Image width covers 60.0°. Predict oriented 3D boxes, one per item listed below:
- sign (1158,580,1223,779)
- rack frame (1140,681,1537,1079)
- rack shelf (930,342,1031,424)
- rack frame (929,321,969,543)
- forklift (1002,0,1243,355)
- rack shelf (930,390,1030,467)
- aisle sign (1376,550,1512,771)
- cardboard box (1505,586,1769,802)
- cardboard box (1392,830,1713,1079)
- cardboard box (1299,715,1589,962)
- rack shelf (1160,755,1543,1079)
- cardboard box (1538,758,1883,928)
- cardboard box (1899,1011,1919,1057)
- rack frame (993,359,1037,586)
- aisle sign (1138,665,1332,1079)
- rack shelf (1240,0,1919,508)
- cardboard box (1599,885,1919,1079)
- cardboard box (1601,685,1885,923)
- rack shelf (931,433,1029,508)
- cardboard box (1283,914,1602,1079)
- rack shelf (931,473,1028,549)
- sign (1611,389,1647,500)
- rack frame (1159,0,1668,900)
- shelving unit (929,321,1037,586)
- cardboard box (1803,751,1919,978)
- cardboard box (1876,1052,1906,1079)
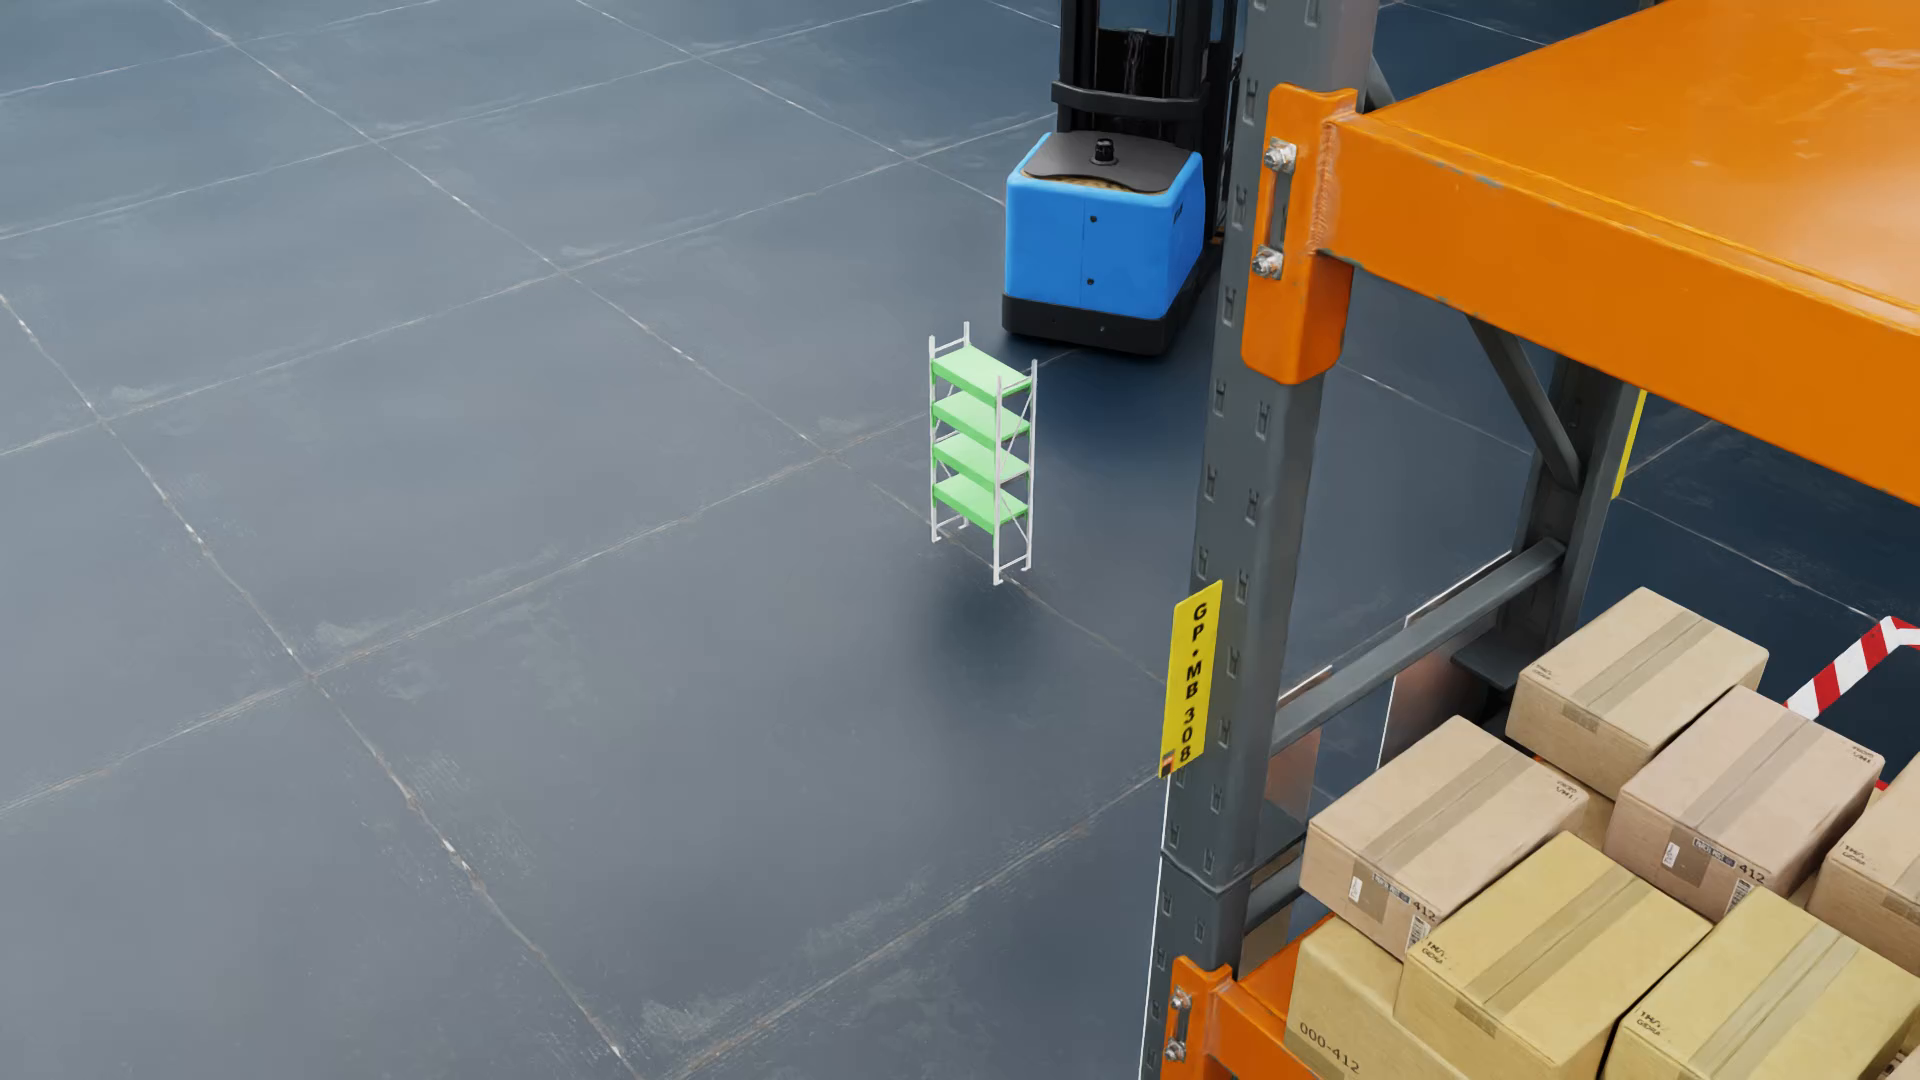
[{"bbox_3d":[0.336,0.206,2.414,0.100,0.325,0.005,-26,43,-32],"label":"sign"},{"bbox_3d":[0.750,1.584,3.819,1.000,3.000,0.127,-26,43,-32],"label":"rack frame"},{"bbox_3d":[0.107,-0.756,7.961,0.258,0.148,0.480,-26,43,-32],"label":"rack shelf"},{"bbox_3d":[-0.051,-0.524,8.353,0.240,1.200,0.015,-26,43,-32],"label":"rack frame"},{"bbox_3d":[1.243,-3.167,10.588,1.130,2.935,3.031,12,37,16],"label":"forklift"},{"bbox_3d":[0.107,-0.560,8.099,0.258,0.148,0.480,-26,43,-32],"label":"rack shelf"},{"bbox_3d":[0.939,0.384,3.264,0.394,0.787,0.004,-26,43,-32],"label":"aisle sign"},{"bbox_3d":[1.168,0.265,2.872,0.380,0.149,0.250,-26,43,-32],"label":"cardboard box"},{"bbox_3d":[0.845,0.617,2.374,0.380,0.149,0.250,-25,42,-31],"label":"cardboard box"},{"bbox_3d":[0.751,0.466,2.587,0.380,0.149,0.250,-26,43,-32],"label":"cardboard box"},{"bbox_3d":[2.041,1.537,1.913,1.077,0.370,4.000,-26,43,-32],"label":"rack shelf"},{"bbox_3d":[1.255,0.539,2.829,0.500,0.250,0.500,-25,42,-31],"label":"cardboard box"},{"bbox_3d":[1.580,0.759,2.519,0.500,0.250,0.500,-26,43,-32],"label":"cardboard box"},{"bbox_3d":[0.264,-0.309,8.049,0.240,1.200,0.015,-26,43,-32],"label":"rack frame"},{"bbox_3d":[0.481,0.608,2.948,0.394,0.787,0.004,-26,43,-32],"label":"aisle sign"},{"bbox_3d":[2.041,0.314,1.047,1.077,0.370,4.000,-26,43,-32],"label":"rack shelf"},{"bbox_3d":[1.102,0.682,2.282,0.380,0.149,0.250,-27,43,-33],"label":"cardboard box"},{"bbox_3d":[1.246,0.423,2.648,0.380,0.149,0.250,-28,44,-33],"label":"cardboard box"},{"bbox_3d":[0.107,-0.364,8.238,0.258,0.148,0.480,-26,43,-32],"label":"rack shelf"},{"bbox_3d":[0.864,0.730,2.559,0.500,0.250,0.500,-25,42,-30],"label":"cardboard box"},{"bbox_3d":[0.107,-0.169,8.377,0.258,0.148,0.480,-26,43,-32],"label":"rack shelf"},{"bbox_3d":[1.187,-0.200,2.976,0.100,0.325,0.005,-26,43,-32],"label":"sign"},{"bbox_3d":[0.750,-0.864,2.085,1.000,3.000,0.127,-26,43,-32],"label":"rack frame"},{"bbox_3d":[0.107,-0.417,8.201,0.258,1.200,0.503,-26,43,-32],"label":"shelving unit"},{"bbox_3d":[1.506,0.503,2.535,0.380,0.149,0.250,-28,44,-34],"label":"cardboard box"},{"bbox_3d":[1.201,0.956,2.241,0.500,0.250,0.500,-27,43,-33],"label":"cardboard box"}]
